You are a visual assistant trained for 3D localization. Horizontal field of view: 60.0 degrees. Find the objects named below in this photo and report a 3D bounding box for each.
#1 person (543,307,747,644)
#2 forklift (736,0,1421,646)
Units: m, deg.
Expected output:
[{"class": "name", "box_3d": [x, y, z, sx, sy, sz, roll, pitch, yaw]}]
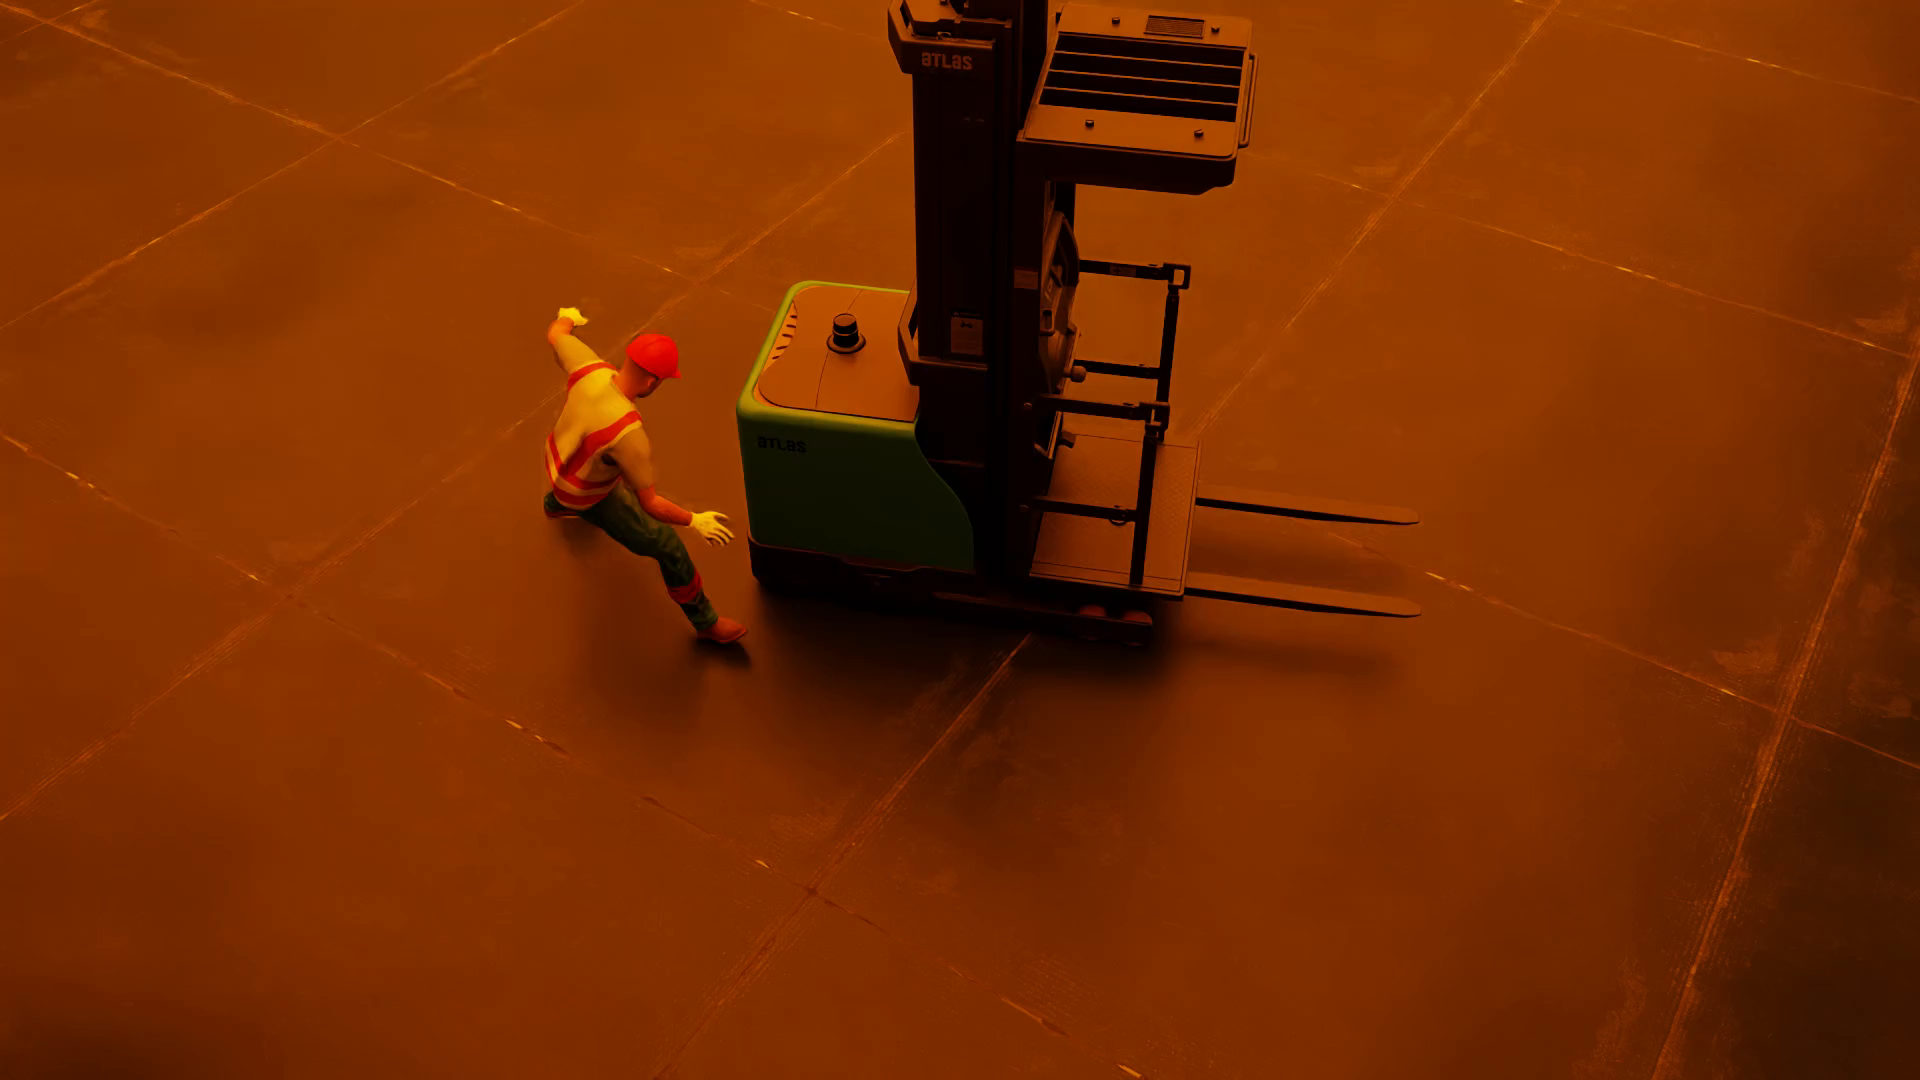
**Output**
[{"class": "person", "box_3d": [-1.480, -0.343, 7.291, 0.733, 1.476, 1.260, -14, 45, -14]}, {"class": "forklift", "box_3d": [0.598, -0.987, 6.890, 3.031, 2.935, 1.130, 7, 44, 8]}]
